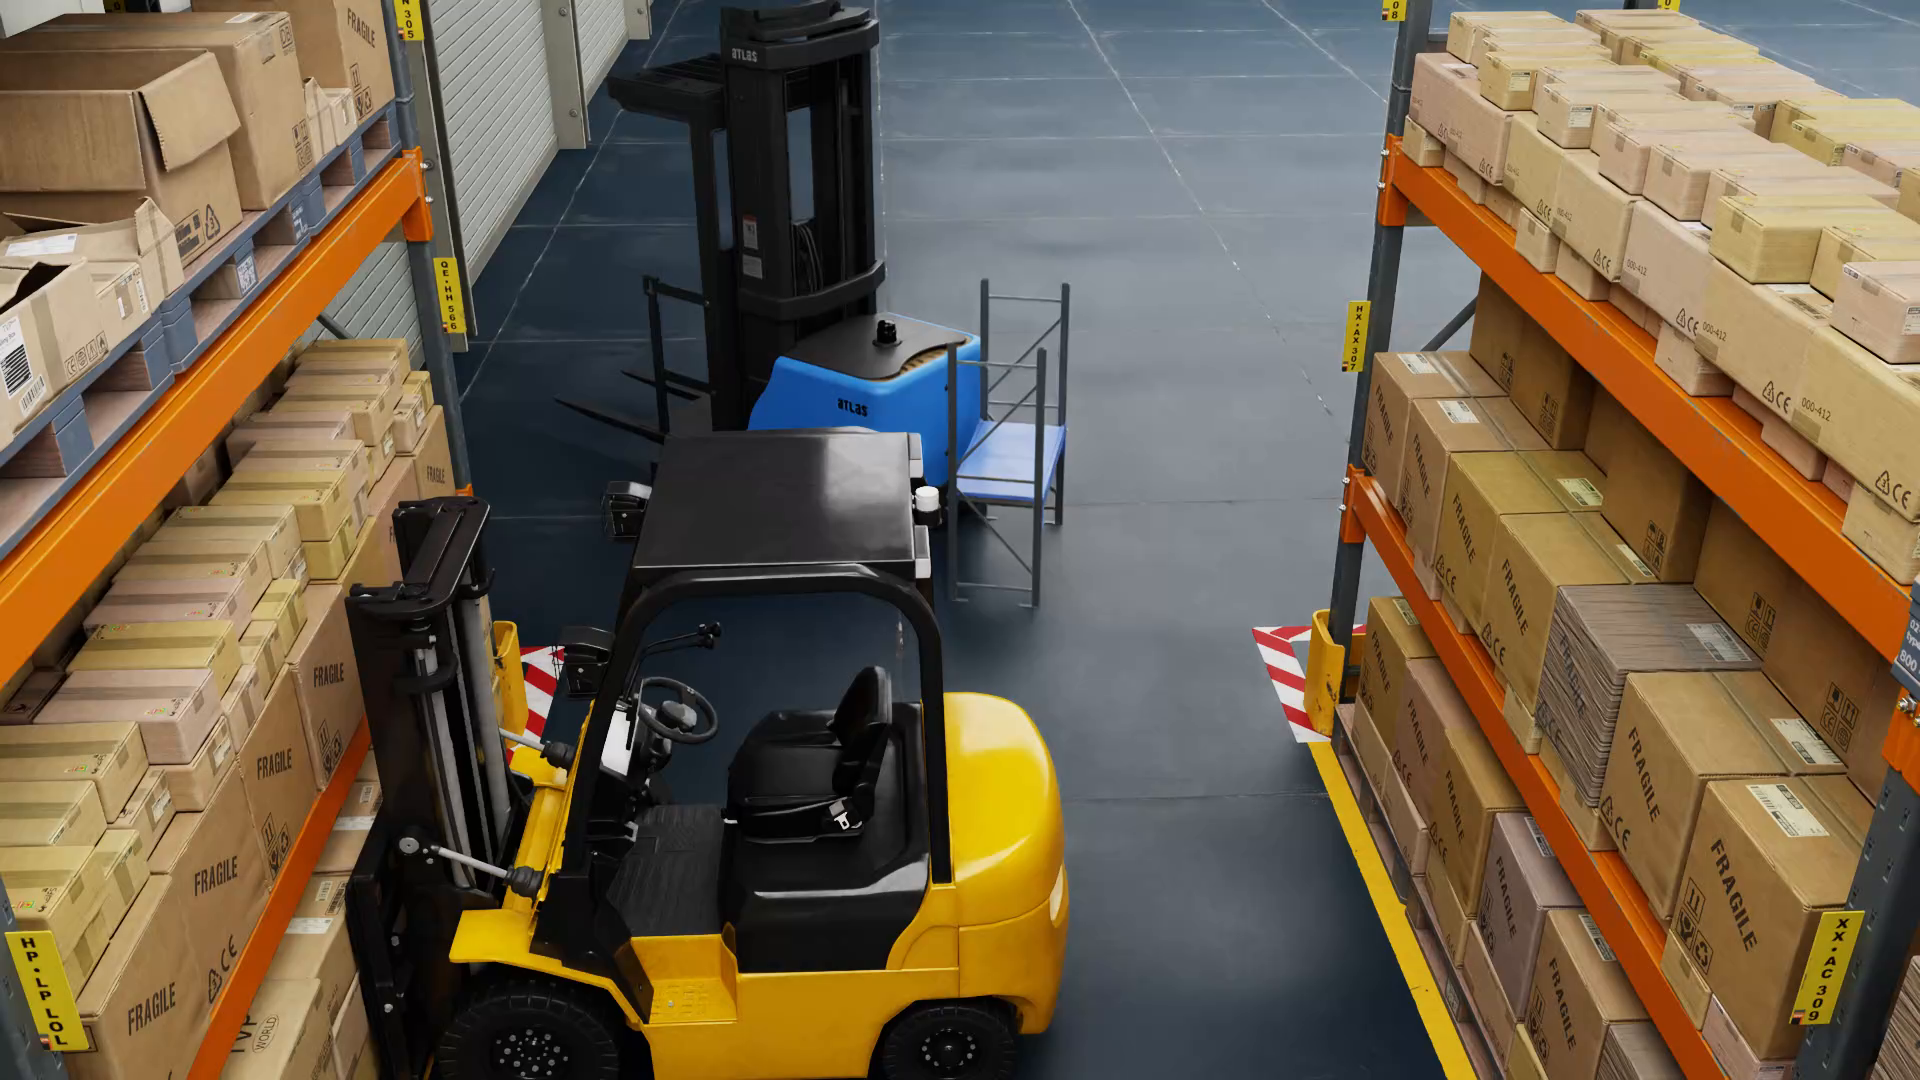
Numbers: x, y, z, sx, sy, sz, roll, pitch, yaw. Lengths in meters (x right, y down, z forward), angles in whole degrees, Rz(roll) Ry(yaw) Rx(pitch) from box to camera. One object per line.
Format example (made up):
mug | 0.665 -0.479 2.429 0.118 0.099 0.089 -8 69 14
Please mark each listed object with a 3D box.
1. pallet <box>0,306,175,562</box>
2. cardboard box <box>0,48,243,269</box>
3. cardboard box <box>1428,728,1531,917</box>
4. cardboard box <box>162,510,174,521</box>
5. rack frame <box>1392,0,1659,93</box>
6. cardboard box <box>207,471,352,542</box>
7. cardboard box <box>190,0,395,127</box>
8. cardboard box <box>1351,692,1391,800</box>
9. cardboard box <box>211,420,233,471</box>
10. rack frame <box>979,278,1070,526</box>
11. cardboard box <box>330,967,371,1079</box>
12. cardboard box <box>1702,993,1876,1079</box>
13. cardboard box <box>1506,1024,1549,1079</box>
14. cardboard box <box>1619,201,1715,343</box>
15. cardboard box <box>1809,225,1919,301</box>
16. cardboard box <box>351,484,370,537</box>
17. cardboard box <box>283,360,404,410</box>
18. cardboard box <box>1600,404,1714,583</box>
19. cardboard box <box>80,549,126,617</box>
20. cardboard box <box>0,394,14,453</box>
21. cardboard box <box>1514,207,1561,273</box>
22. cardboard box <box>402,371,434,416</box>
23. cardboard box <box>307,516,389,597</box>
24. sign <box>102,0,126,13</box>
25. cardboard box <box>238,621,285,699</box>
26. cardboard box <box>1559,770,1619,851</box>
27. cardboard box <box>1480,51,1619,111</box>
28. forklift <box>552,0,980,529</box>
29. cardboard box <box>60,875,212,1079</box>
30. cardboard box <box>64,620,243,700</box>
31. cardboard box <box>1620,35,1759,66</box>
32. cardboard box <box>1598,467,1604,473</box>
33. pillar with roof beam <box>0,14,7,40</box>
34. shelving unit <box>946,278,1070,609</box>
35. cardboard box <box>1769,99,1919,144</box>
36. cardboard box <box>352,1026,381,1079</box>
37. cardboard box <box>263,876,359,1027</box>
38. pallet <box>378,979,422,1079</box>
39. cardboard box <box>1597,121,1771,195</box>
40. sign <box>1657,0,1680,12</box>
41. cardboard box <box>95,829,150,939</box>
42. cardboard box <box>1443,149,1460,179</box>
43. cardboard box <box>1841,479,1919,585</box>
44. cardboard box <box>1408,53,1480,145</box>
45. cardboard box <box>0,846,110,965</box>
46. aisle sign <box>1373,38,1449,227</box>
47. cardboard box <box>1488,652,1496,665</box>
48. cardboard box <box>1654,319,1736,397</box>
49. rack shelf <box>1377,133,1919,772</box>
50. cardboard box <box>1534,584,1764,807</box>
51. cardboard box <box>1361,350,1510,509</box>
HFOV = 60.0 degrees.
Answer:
pallet | -2.541 -0.234 3.807 1.003 0.211 1.213 -1 28 -3
cardboard box | -2.467 -1.058 4.618 0.797 0.503 0.637 -1 28 -1
cardboard box | 2.095 1.045 6.211 0.500 0.500 0.500 -1 28 -2
cardboard box | -2.942 -0.094 5.878 0.380 0.149 0.250 -1 28 -2
rack frame | 2.278 -3.179 6.113 1.000 3.000 0.127 -1 28 -3
cardboard box | -2.283 -0.113 5.593 0.380 0.149 0.250 -1 28 -2
cardboard box | -2.413 -1.803 6.050 0.500 0.500 0.500 -1 28 -1
cardboard box | 2.043 0.894 7.312 0.500 0.250 0.500 -2 28 -3
cardboard box | -2.869 -0.343 6.032 0.380 0.149 0.250 -1 28 -2
rack frame | 0.365 -0.778 9.620 0.500 1.500 0.032 5 28 9
cardboard box | -2.230 1.566 5.483 0.500 0.250 0.500 -2 28 -3
cardboard box | 2.165 1.299 4.287 0.380 0.149 0.250 -2 28 -3
cardboard box | 2.149 1.849 5.480 0.500 0.250 0.500 -2 28 -4
cardboard box | 2.155 -0.733 4.509 0.500 0.250 0.500 -2 28 -3
cardboard box | 2.237 -0.625 3.871 0.380 0.149 0.250 -1 28 -1
cardboard box | -2.323 -0.100 5.889 0.380 0.149 0.250 -2 28 -4
cardboard box | -2.406 -0.587 6.501 0.380 0.149 0.250 -1 28 -3
cardboard box | 2.558 -0.207 5.392 0.700 0.500 0.500 -2 28 -3
cardboard box | -2.805 0.136 5.114 0.380 0.149 0.250 -1 28 -1
cardboard box | -2.191 -0.213 3.381 0.380 0.149 0.250 -1 28 -2
cardboard box | 2.042 -0.980 5.412 0.380 0.149 0.250 -1 28 -2
cardboard box | -2.381 -0.576 6.800 0.380 0.149 0.250 -1 28 -2
cardboard box | -2.346 0.256 5.907 0.500 0.500 0.500 -2 28 -4
sign | -3.234 -2.139 6.333 0.100 0.325 0.005 -1 28 -3
cardboard box | -2.262 0.373 4.982 0.380 0.149 0.250 -2 28 -4
cardboard box | 2.109 0.830 5.187 0.380 0.149 0.250 -2 28 -3
cardboard box | 2.012 -1.571 5.684 0.380 0.149 0.250 -1 28 -3
forklift | -1.312 -1.760 9.955 3.031 2.935 1.130 19 33 32
cardboard box | -2.233 1.195 4.108 0.500 0.500 0.500 -2 28 -4
cardboard box | -2.268 0.355 4.694 0.380 0.149 0.250 -2 28 -3
cardboard box | 2.597 -1.704 5.940 0.380 0.149 0.250 -2 28 -3
cardboard box | 2.625 0.012 6.054 0.500 0.500 0.500 -2 28 -3
pillar with roof beam | 0.756 -2.818 5.421 9.100 9.000 0.400 -1 28 -3
shelving unit | 0.275 -0.546 9.176 0.538 1.500 1.048 5 28 9
cardboard box | 2.704 -1.234 5.039 0.380 0.149 0.250 -1 28 -1
cardboard box | -2.249 1.781 5.611 0.500 0.250 0.500 -1 28 -2
cardboard box | -2.236 1.343 5.369 0.500 0.250 0.500 0 28 -1
pallet | -2.537 1.754 6.159 1.003 0.211 1.213 -1 28 -3
cardboard box | 2.076 -1.098 4.778 0.380 0.149 0.250 -1 28 -2
sign | 2.833 -2.245 6.610 0.100 0.325 0.005 -1 28 -3
cardboard box | -2.239 0.845 4.076 0.380 0.149 0.250 -1 28 -1
cardboard box | 2.074 -1.457 6.328 0.380 0.149 0.250 -2 28 -4
cardboard box | 2.165 -0.028 3.589 0.380 0.149 0.250 -1 28 -2
cardboard box | 2.038 -1.675 6.315 0.500 0.250 0.500 -2 28 -4
cardboard box | -2.191 0.832 3.780 0.380 0.149 0.250 -1 28 -2
aisle sign | 1.965 -1.692 6.940 0.394 0.787 0.004 -1 28 -3
cardboard box | 2.137 0.353 6.101 0.380 0.149 0.250 0 28 -1
cardboard box | 2.126 -0.504 4.500 0.380 0.149 0.250 -1 28 -1
rack shelf | 2.382 -0.606 5.202 1.077 0.370 4.000 -1 28 -3
cardboard box | 2.149 0.476 5.164 0.500 0.500 0.500 -1 28 -1
cardboard box | 2.025 -0.469 6.976 0.500 0.500 0.500 -2 28 -3
